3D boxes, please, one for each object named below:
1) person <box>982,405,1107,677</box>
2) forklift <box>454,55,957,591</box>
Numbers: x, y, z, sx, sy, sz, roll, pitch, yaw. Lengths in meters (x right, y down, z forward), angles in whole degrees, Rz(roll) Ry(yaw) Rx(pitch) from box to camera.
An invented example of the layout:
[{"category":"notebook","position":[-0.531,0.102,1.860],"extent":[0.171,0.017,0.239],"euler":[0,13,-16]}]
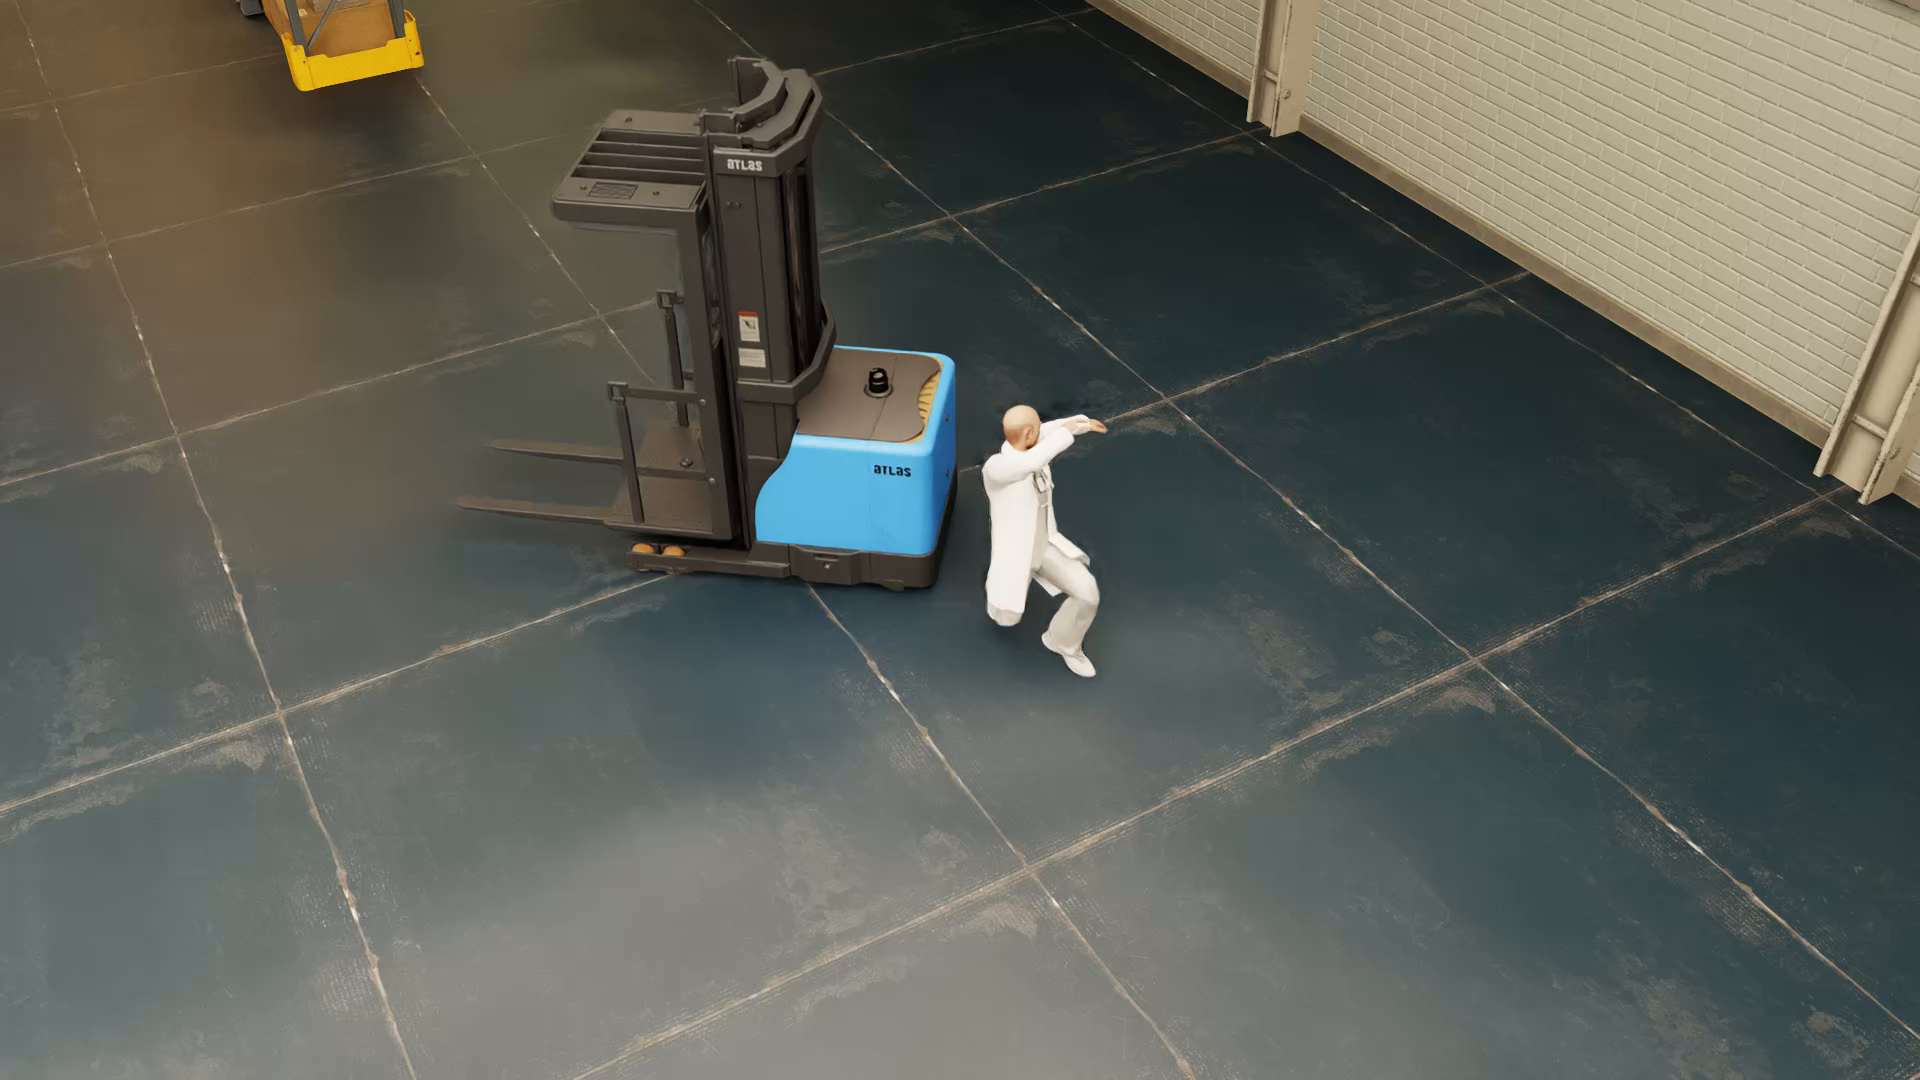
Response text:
[{"category":"person","position":[0.609,-0.104,9.308],"extent":[1.113,1.497,0.967],"euler":[-25,46,-27]},{"category":"forklift","position":[-1.576,-1.250,9.543],"extent":[3.031,2.935,1.130],"euler":[5,40,6]}]
